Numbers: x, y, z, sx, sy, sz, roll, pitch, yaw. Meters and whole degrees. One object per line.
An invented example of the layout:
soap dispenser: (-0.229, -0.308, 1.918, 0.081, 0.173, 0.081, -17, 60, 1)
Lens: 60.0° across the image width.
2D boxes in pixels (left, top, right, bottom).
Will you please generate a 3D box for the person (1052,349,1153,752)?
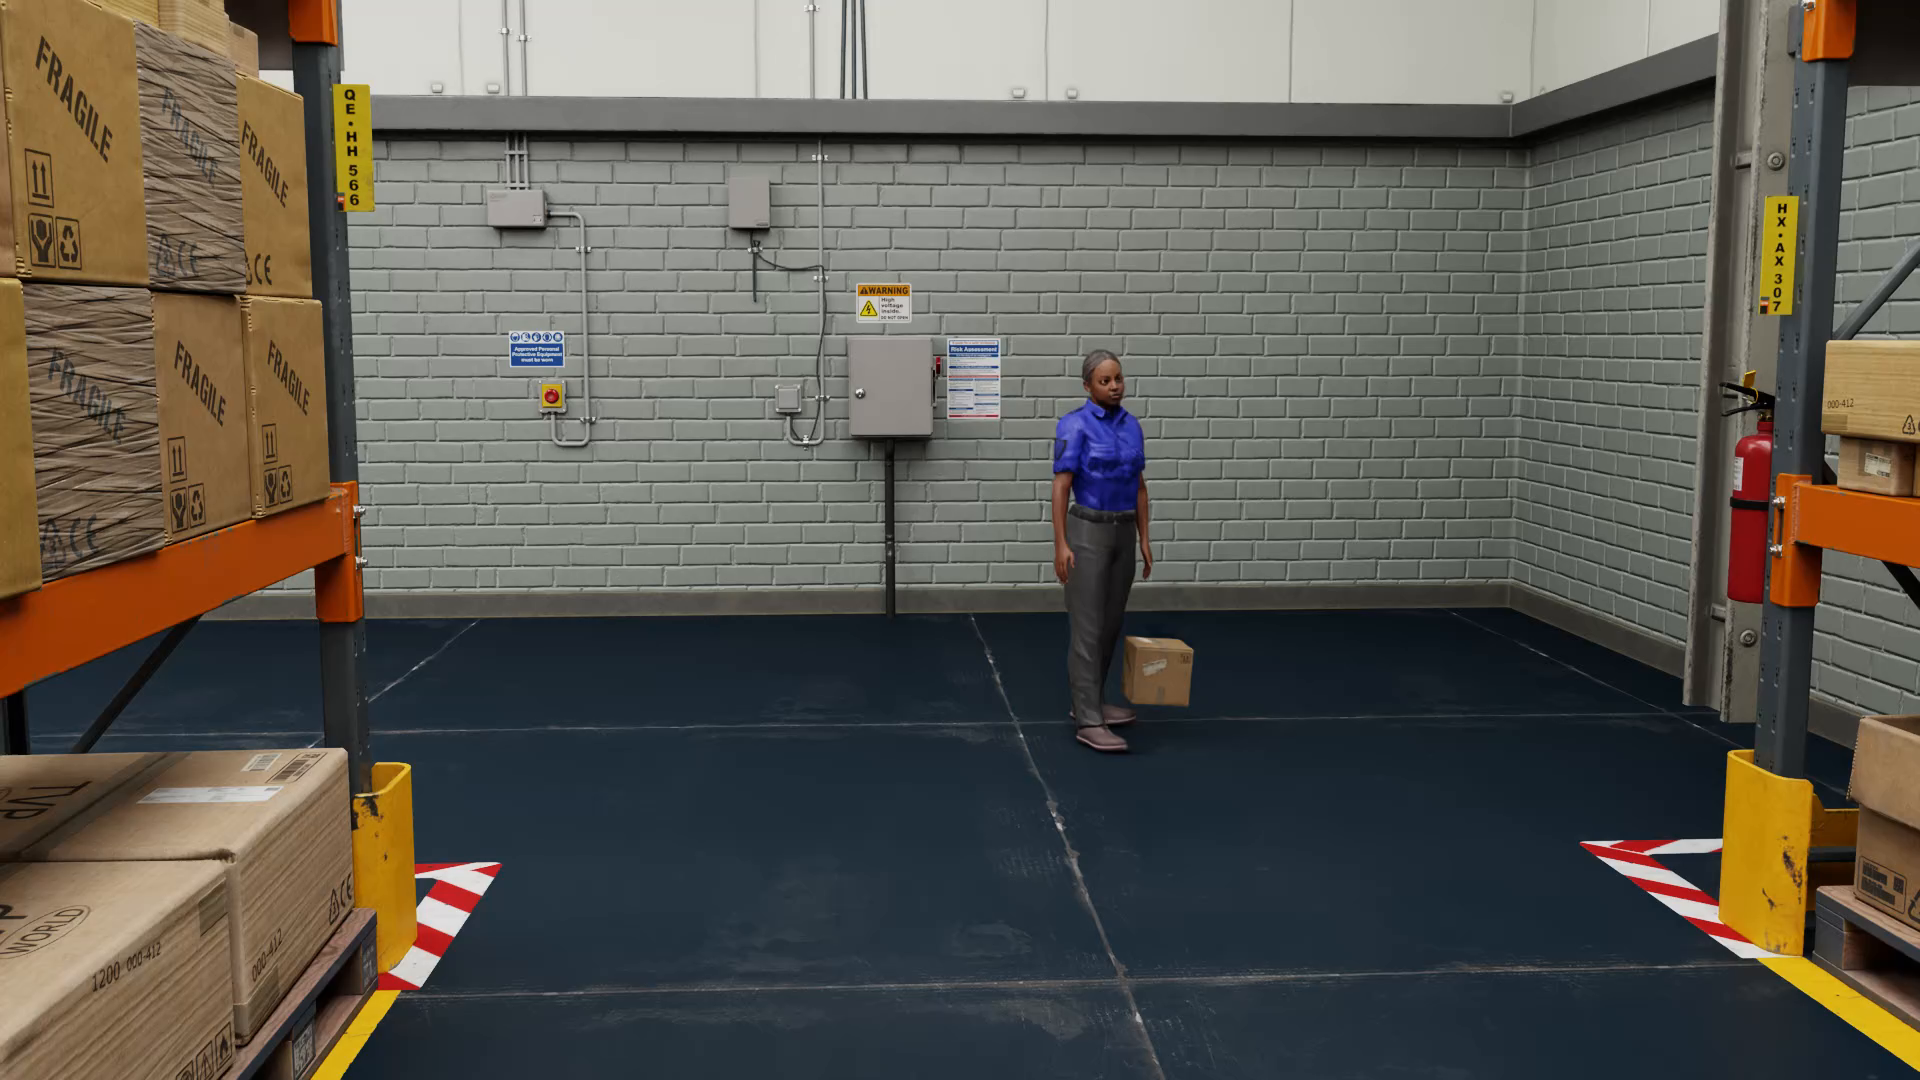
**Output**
person: (0.597, 0.023, 7.029, 0.609, 1.651, 0.552, -6, 9, -42)
